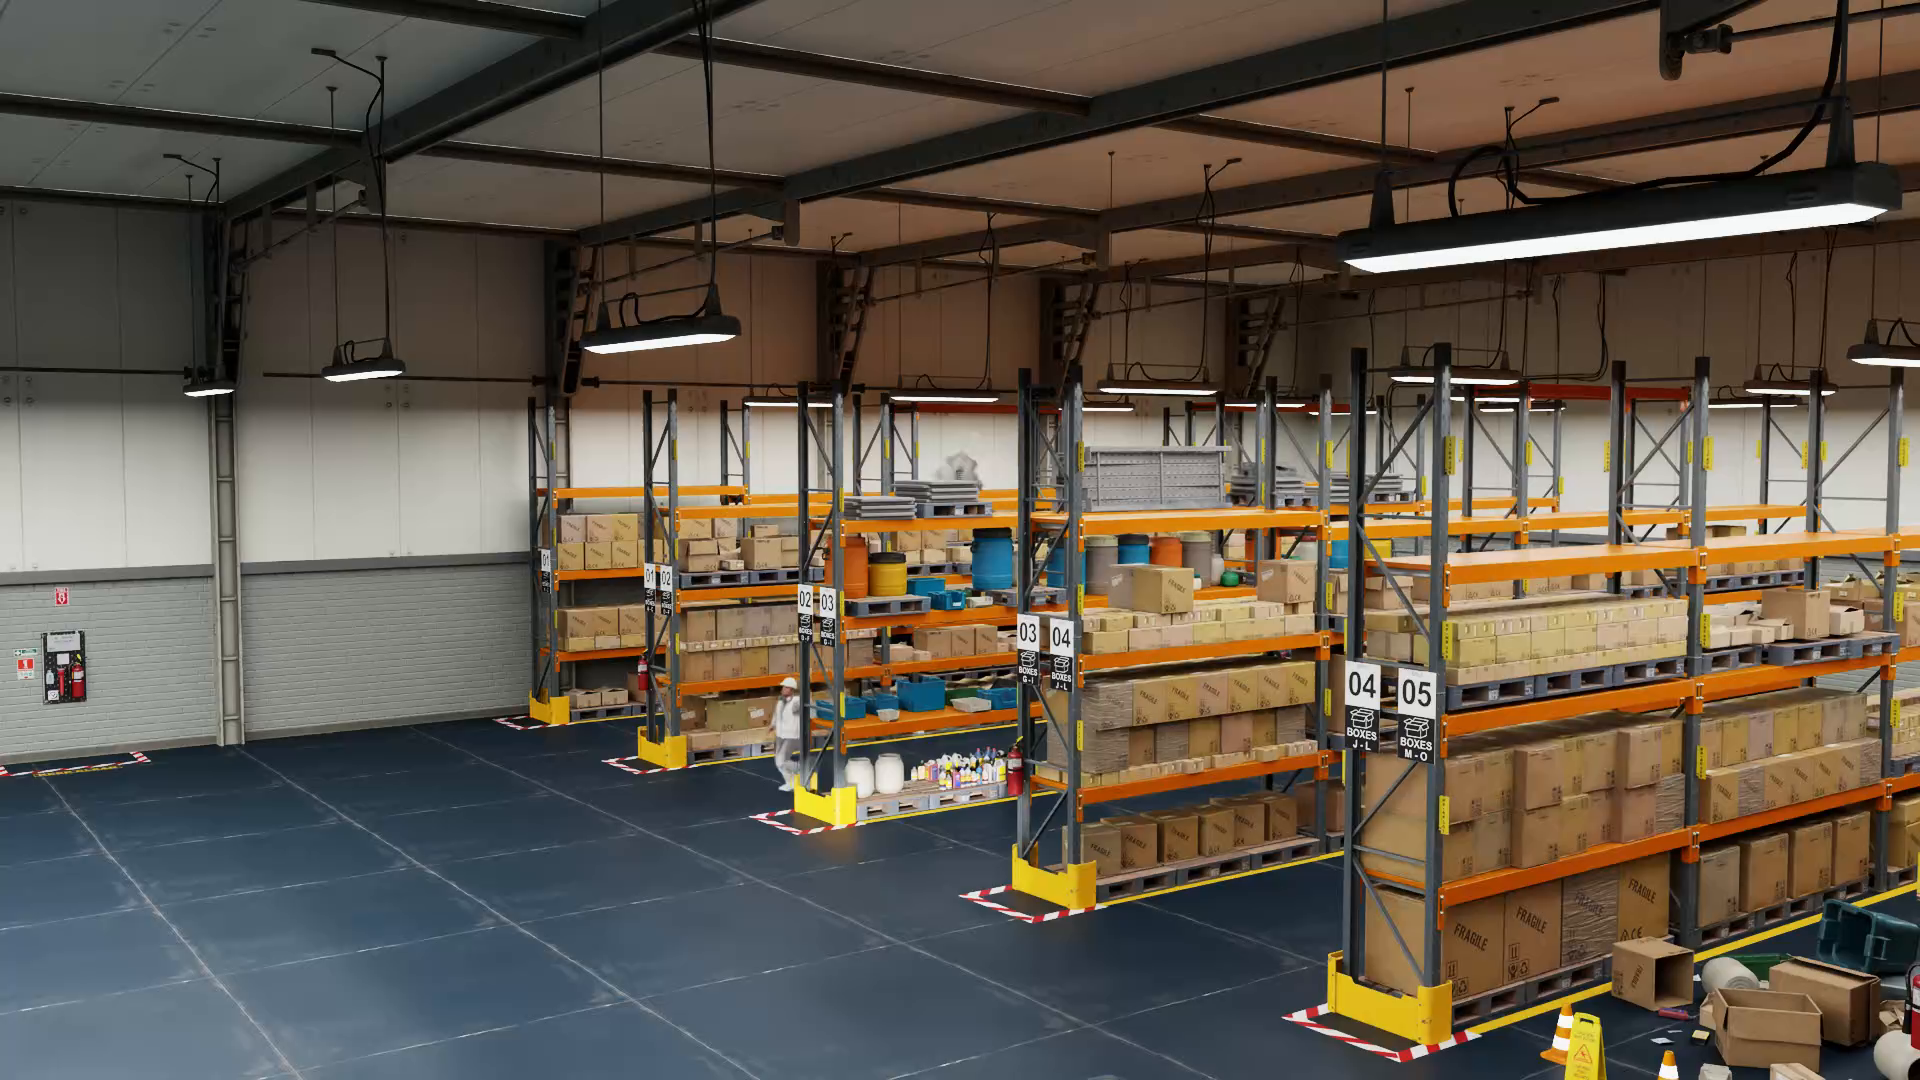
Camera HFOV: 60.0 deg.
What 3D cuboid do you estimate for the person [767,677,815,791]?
[{"bbox_3d":[-2.508,2.861,24.359,0.692,1.707,0.617,3,5,42],"label":"person"}]
